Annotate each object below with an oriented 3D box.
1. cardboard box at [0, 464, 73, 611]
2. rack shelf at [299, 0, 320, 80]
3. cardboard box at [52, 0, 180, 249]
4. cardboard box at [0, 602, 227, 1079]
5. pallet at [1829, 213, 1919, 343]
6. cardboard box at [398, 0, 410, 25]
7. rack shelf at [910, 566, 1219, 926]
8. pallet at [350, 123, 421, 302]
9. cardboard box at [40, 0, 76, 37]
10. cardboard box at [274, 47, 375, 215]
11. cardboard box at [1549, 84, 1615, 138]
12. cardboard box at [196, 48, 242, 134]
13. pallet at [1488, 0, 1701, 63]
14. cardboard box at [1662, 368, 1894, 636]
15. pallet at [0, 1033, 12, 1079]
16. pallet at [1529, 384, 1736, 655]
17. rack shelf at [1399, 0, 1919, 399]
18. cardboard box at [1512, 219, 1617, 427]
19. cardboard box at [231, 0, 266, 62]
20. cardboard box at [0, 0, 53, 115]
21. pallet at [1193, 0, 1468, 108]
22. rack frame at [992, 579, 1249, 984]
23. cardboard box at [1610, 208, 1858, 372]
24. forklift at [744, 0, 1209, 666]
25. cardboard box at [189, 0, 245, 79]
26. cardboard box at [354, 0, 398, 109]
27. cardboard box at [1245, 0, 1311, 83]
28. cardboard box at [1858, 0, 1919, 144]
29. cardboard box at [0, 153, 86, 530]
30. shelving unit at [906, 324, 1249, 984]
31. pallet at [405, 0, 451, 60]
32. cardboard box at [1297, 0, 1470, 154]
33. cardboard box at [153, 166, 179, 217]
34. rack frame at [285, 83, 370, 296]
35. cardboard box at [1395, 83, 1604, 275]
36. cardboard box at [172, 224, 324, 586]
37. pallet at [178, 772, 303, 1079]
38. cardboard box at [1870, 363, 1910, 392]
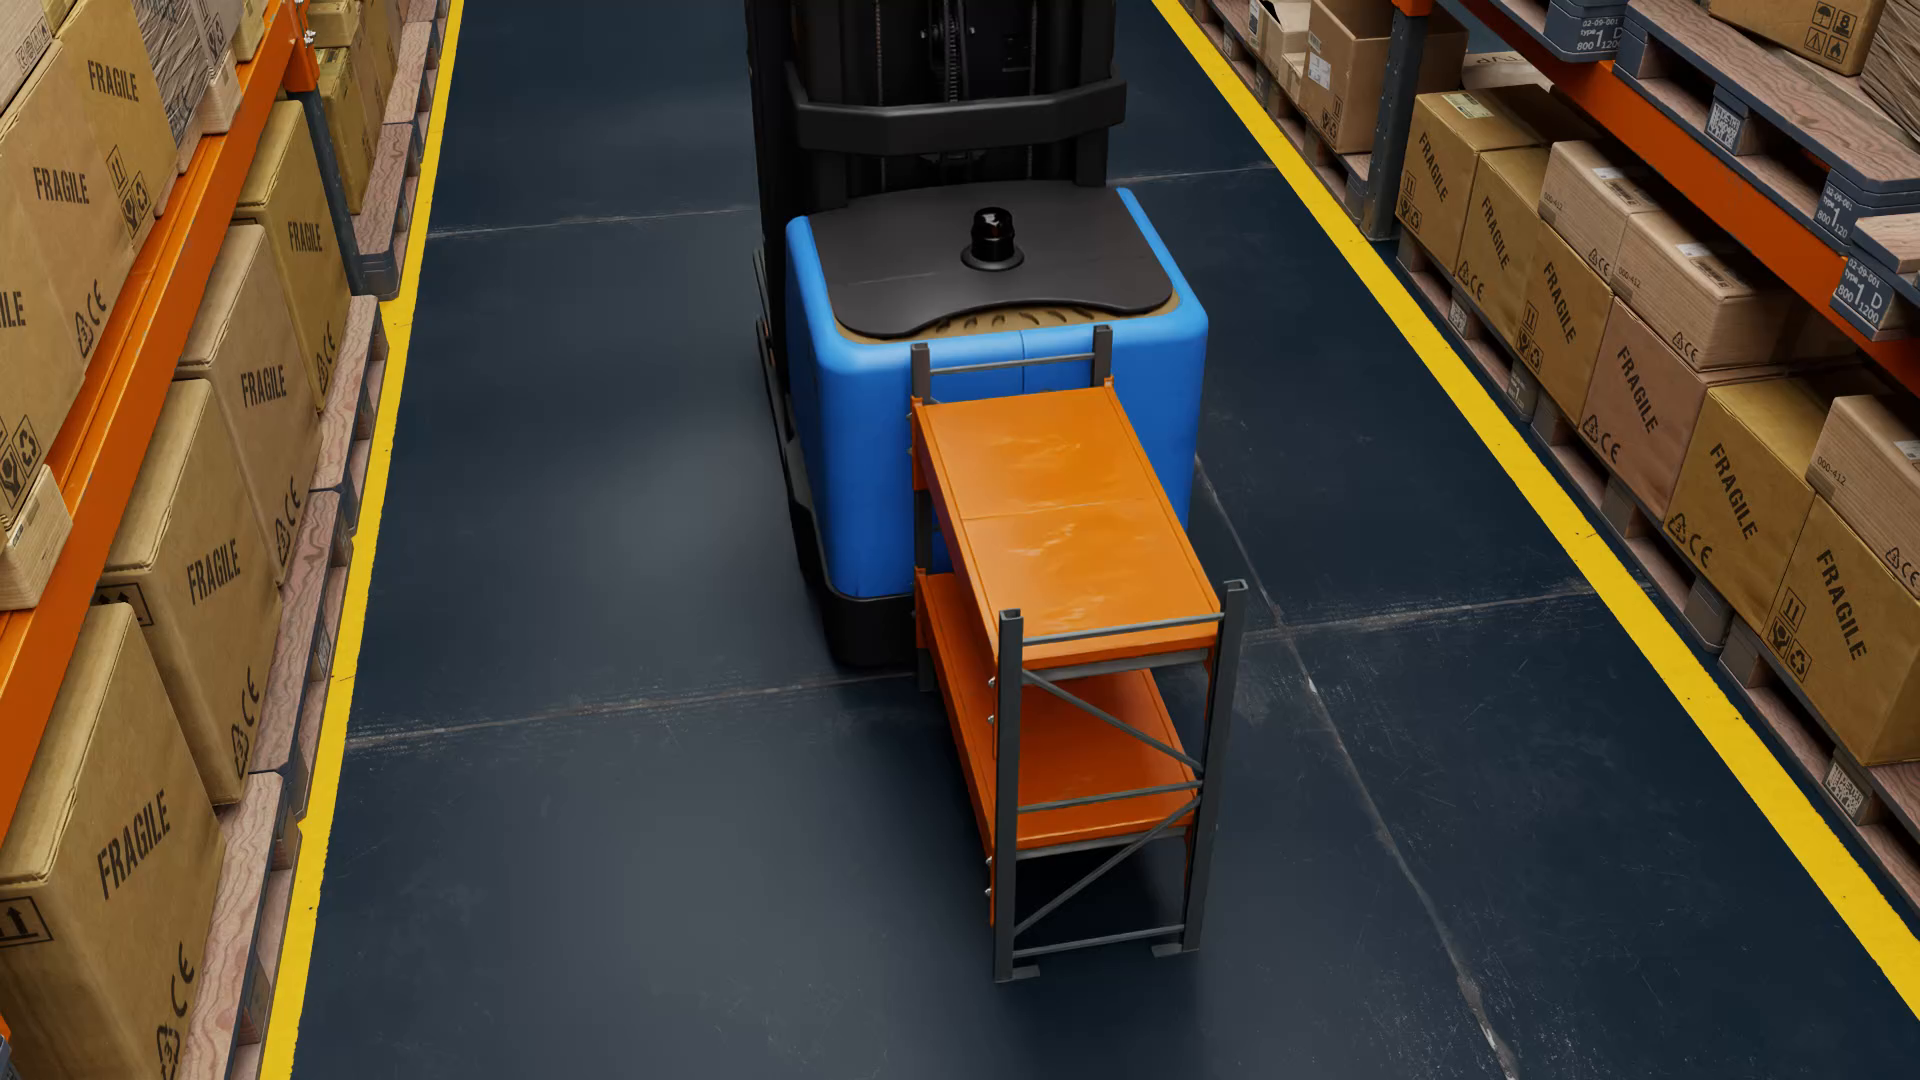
[{"bbox_3d":[-1.845,0.007,2.985,0.380,0.149,0.250,-5,38,-7],"label":"cardboard box"},{"bbox_3d":[-3.068,-2.878,7.096,1.077,0.370,4.000,-6,38,-8],"label":"rack shelf"},{"bbox_3d":[-2.117,-0.955,3.693,0.500,0.500,0.500,-5,38,-7],"label":"cardboard box"},{"bbox_3d":[-2.016,0.687,3.331,0.750,0.750,0.750,-7,38,-9],"label":"cardboard box"},{"bbox_3d":[2.672,-0.399,3.475,1.213,0.211,1.003,-6,38,-8],"label":"pallet"},{"bbox_3d":[-3.110,-2.834,8.149,0.700,0.500,0.500,-6,38,-8],"label":"cardboard box"},{"bbox_3d":[0.226,0.448,4.156,0.538,0.278,1.000,-7,38,-9],"label":"rack shelf"},{"bbox_3d":[-2.774,-1.320,6.778,1.003,0.211,1.213,-6,38,-8],"label":"pallet"},{"bbox_3d":[-2.124,-1.235,3.443,0.500,0.250,0.500,-7,38,-9],"label":"cardboard box"},{"bbox_3d":[-2.748,-1.595,6.554,0.700,0.500,0.500,-6,38,-7],"label":"cardboard box"},{"bbox_3d":[2.527,-1.408,6.297,0.500,0.500,0.500,-6,38,-8],"label":"cardboard box"},{"bbox_3d":[-2.207,-1.224,4.570,0.380,0.149,0.250,-6,38,-8],"label":"cardboard box"},{"bbox_3d":[2.191,-1.919,5.431,1.003,0.211,1.213,-6,38,-8],"label":"pallet"},{"bbox_3d":[2.375,-0.112,4.628,0.500,0.500,0.500,-8,38,-10],"label":"cardboard box"},{"bbox_3d":[-1.786,0.957,1.730,1.213,0.211,1.003,-6,38,-8],"label":"pallet"},{"bbox_3d":[2.556,-0.162,5.287,1.003,0.211,1.213,-6,38,-8],"label":"pallet"},{"bbox_3d":[2.509,-0.997,4.675,1.077,0.370,4.000,-6,38,-8],"label":"rack shelf"},{"bbox_3d":[2.188,-0.734,5.428,0.500,0.500,0.500,-6,38,-7],"label":"cardboard box"},{"bbox_3d":[-2.312,-1.539,4.974,0.380,0.149,0.250,-6,38,-7],"label":"cardboard box"},{"bbox_3d":[-2.028,-0.927,3.047,0.500,0.250,0.500,-6,38,-8],"label":"cardboard box"},{"bbox_3d":[1.822,-2.541,8.349,1.003,0.211,1.213,-6,38,-8],"label":"pallet"},{"bbox_3d":[0.324,0.561,3.612,0.500,1.125,0.032,-7,38,-9],"label":"rack frame"},{"bbox_3d":[2.268,-0.746,4.833,0.500,0.250,0.500,-7,38,-9],"label":"cardboard box"},{"bbox_3d":[-0.129,-1.708,5.059,1.130,2.935,3.031,-7,38,-9],"label":"forklift"},{"bbox_3d":[-2.289,-1.560,4.473,0.500,0.500,0.500,-6,38,-8],"label":"cardboard box"},{"bbox_3d":[-2.920,-2.209,7.344,0.700,0.500,0.500,-5,38,-7],"label":"cardboard box"},{"bbox_3d":[1.648,-2.368,7.686,0.500,0.311,0.500,-6,38,-8],"label":"cardboard box"},{"bbox_3d":[2.666,-1.219,3.951,0.700,0.500,0.500,0,38,1],"label":"cardboard box"},{"bbox_3d":[-1.932,-0.341,2.904,0.500,0.500,0.500,-5,38,-6],"label":"cardboard box"},{"bbox_3d":[0.226,0.255,4.006,0.538,1.125,1.048,-7,38,-9],"label":"shelving unit"},{"bbox_3d":[-3.202,-2.794,8.675,1.003,0.211,1.213,-6,38,-8],"label":"pallet"},{"bbox_3d":[1.780,-1.989,7.044,0.500,0.500,0.500,-6,38,-8],"label":"cardboard box"},{"bbox_3d":[-2.200,-0.917,4.174,0.380,0.149,0.250,-7,38,-9],"label":"cardboard box"},{"bbox_3d":[-2.717,-1.954,5.320,1.000,3.000,0.127,-6,38,-8],"label":"rack frame"},{"bbox_3d":[2.004,-1.357,6.231,0.500,0.500,0.500,-8,39,-10],"label":"cardboard box"},{"bbox_3d":[-2.317,-0.356,4.673,0.750,0.750,0.750,-5,38,-7],"label":"cardboard box"},{"bbox_3d":[-2.080,1.079,3.689,1.003,0.211,1.213,-6,38,-8],"label":"pallet"},{"bbox_3d":[2.881,-0.184,4.721,0.500,0.500,0.500,-7,38,-9],"label":"cardboard box"}]
